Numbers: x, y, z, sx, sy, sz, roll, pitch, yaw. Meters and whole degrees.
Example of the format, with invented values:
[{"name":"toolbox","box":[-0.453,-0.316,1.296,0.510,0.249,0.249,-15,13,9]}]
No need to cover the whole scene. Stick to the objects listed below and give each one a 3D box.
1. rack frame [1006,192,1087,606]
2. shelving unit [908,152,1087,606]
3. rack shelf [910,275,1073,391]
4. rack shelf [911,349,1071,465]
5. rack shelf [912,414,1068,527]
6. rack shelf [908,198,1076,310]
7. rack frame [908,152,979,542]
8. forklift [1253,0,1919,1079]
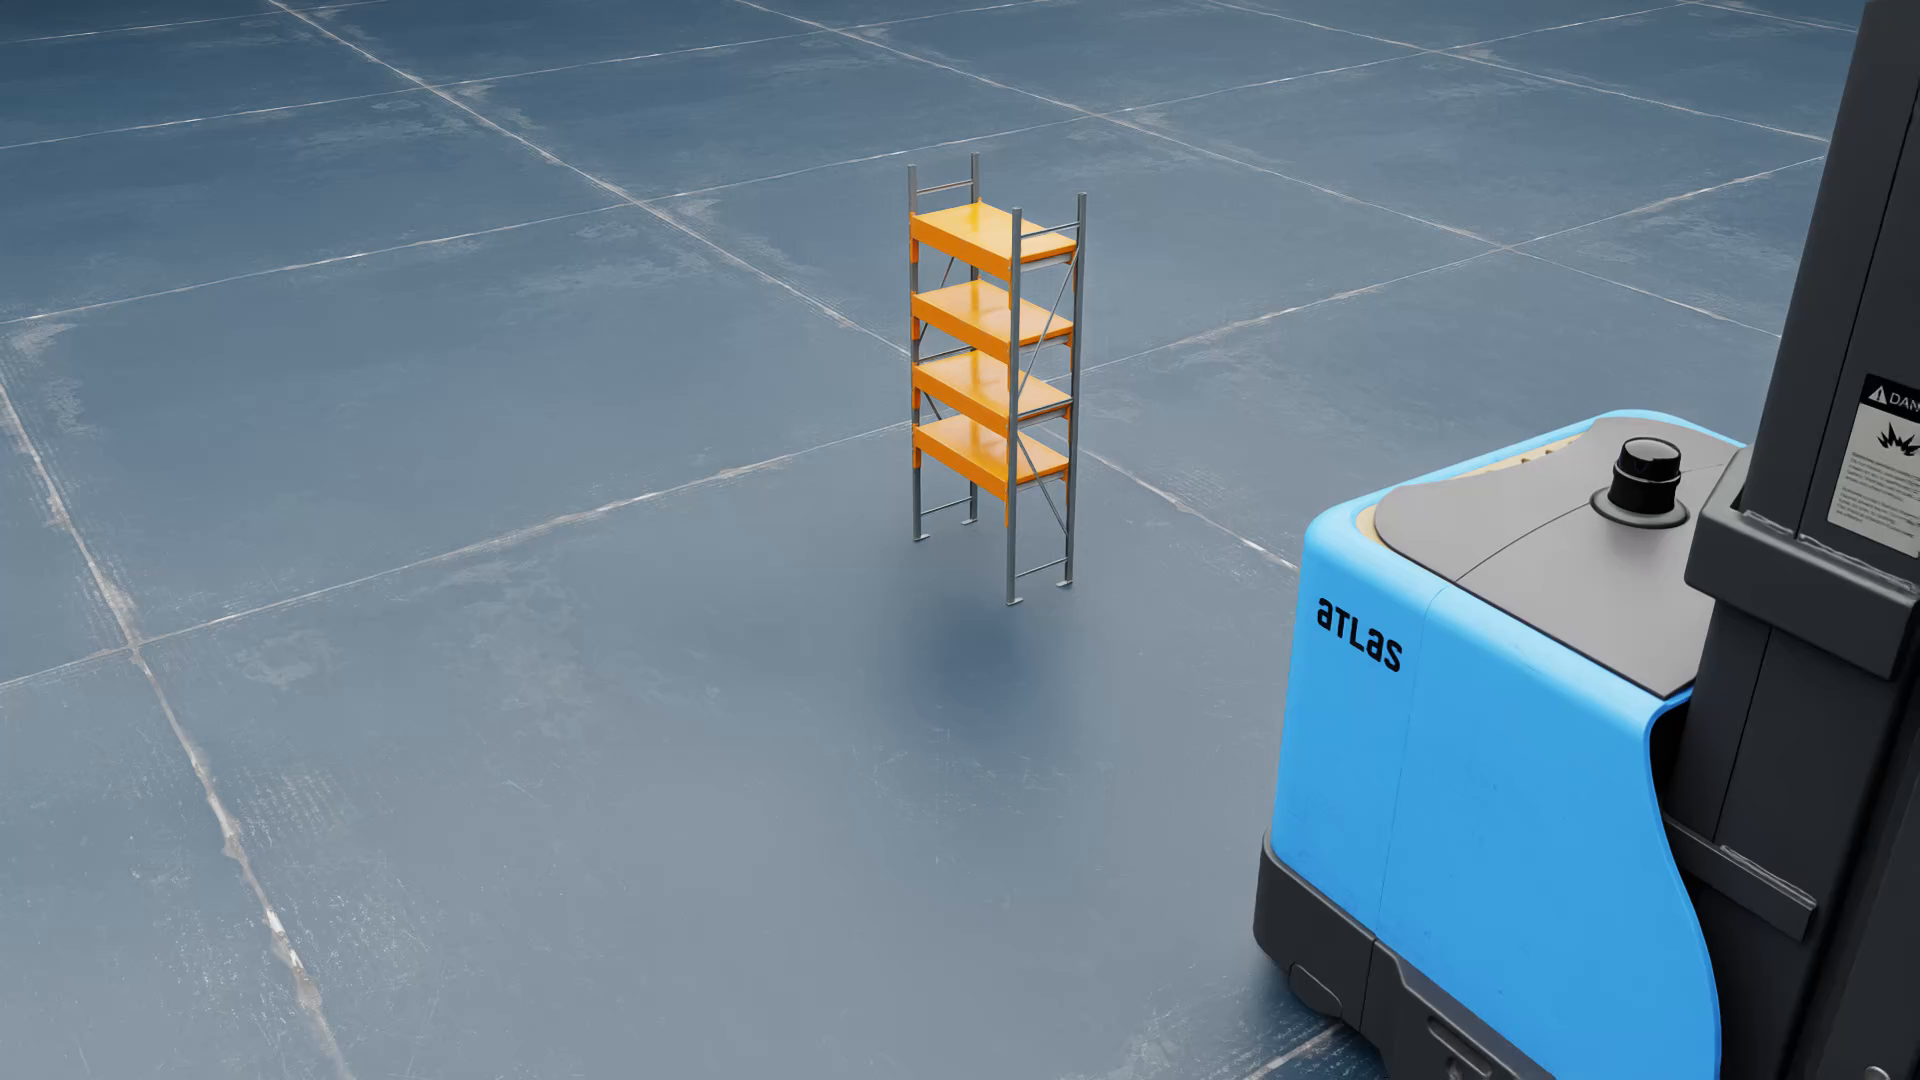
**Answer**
[{"name":"rack frame","box":[0.238,-0.368,4.670,0.240,1.200,0.015,-19,34,-31]},{"name":"shelving unit","box":[0.096,-0.463,4.845,0.258,1.200,0.503,-19,34,-31]},{"name":"rack shelf","box":[0.096,-0.600,4.771,0.258,0.148,0.480,-19,34,-31]},{"name":"rack shelf","box":[0.096,-0.404,4.877,0.258,0.148,0.480,-19,34,-31]},{"name":"rack shelf","box":[0.096,-0.229,4.972,0.258,0.148,0.480,-19,34,-31]},{"name":"rack shelf","box":[0.096,-0.808,4.658,0.258,0.148,0.480,-19,34,-31]},{"name":"rack frame","box":[-0.046,-0.558,5.020,0.240,1.200,0.015,-19,34,-31]},{"name":"forklift","box":[1.850,0.072,2.047,1.130,2.935,3.031,-17,33,-29]}]
